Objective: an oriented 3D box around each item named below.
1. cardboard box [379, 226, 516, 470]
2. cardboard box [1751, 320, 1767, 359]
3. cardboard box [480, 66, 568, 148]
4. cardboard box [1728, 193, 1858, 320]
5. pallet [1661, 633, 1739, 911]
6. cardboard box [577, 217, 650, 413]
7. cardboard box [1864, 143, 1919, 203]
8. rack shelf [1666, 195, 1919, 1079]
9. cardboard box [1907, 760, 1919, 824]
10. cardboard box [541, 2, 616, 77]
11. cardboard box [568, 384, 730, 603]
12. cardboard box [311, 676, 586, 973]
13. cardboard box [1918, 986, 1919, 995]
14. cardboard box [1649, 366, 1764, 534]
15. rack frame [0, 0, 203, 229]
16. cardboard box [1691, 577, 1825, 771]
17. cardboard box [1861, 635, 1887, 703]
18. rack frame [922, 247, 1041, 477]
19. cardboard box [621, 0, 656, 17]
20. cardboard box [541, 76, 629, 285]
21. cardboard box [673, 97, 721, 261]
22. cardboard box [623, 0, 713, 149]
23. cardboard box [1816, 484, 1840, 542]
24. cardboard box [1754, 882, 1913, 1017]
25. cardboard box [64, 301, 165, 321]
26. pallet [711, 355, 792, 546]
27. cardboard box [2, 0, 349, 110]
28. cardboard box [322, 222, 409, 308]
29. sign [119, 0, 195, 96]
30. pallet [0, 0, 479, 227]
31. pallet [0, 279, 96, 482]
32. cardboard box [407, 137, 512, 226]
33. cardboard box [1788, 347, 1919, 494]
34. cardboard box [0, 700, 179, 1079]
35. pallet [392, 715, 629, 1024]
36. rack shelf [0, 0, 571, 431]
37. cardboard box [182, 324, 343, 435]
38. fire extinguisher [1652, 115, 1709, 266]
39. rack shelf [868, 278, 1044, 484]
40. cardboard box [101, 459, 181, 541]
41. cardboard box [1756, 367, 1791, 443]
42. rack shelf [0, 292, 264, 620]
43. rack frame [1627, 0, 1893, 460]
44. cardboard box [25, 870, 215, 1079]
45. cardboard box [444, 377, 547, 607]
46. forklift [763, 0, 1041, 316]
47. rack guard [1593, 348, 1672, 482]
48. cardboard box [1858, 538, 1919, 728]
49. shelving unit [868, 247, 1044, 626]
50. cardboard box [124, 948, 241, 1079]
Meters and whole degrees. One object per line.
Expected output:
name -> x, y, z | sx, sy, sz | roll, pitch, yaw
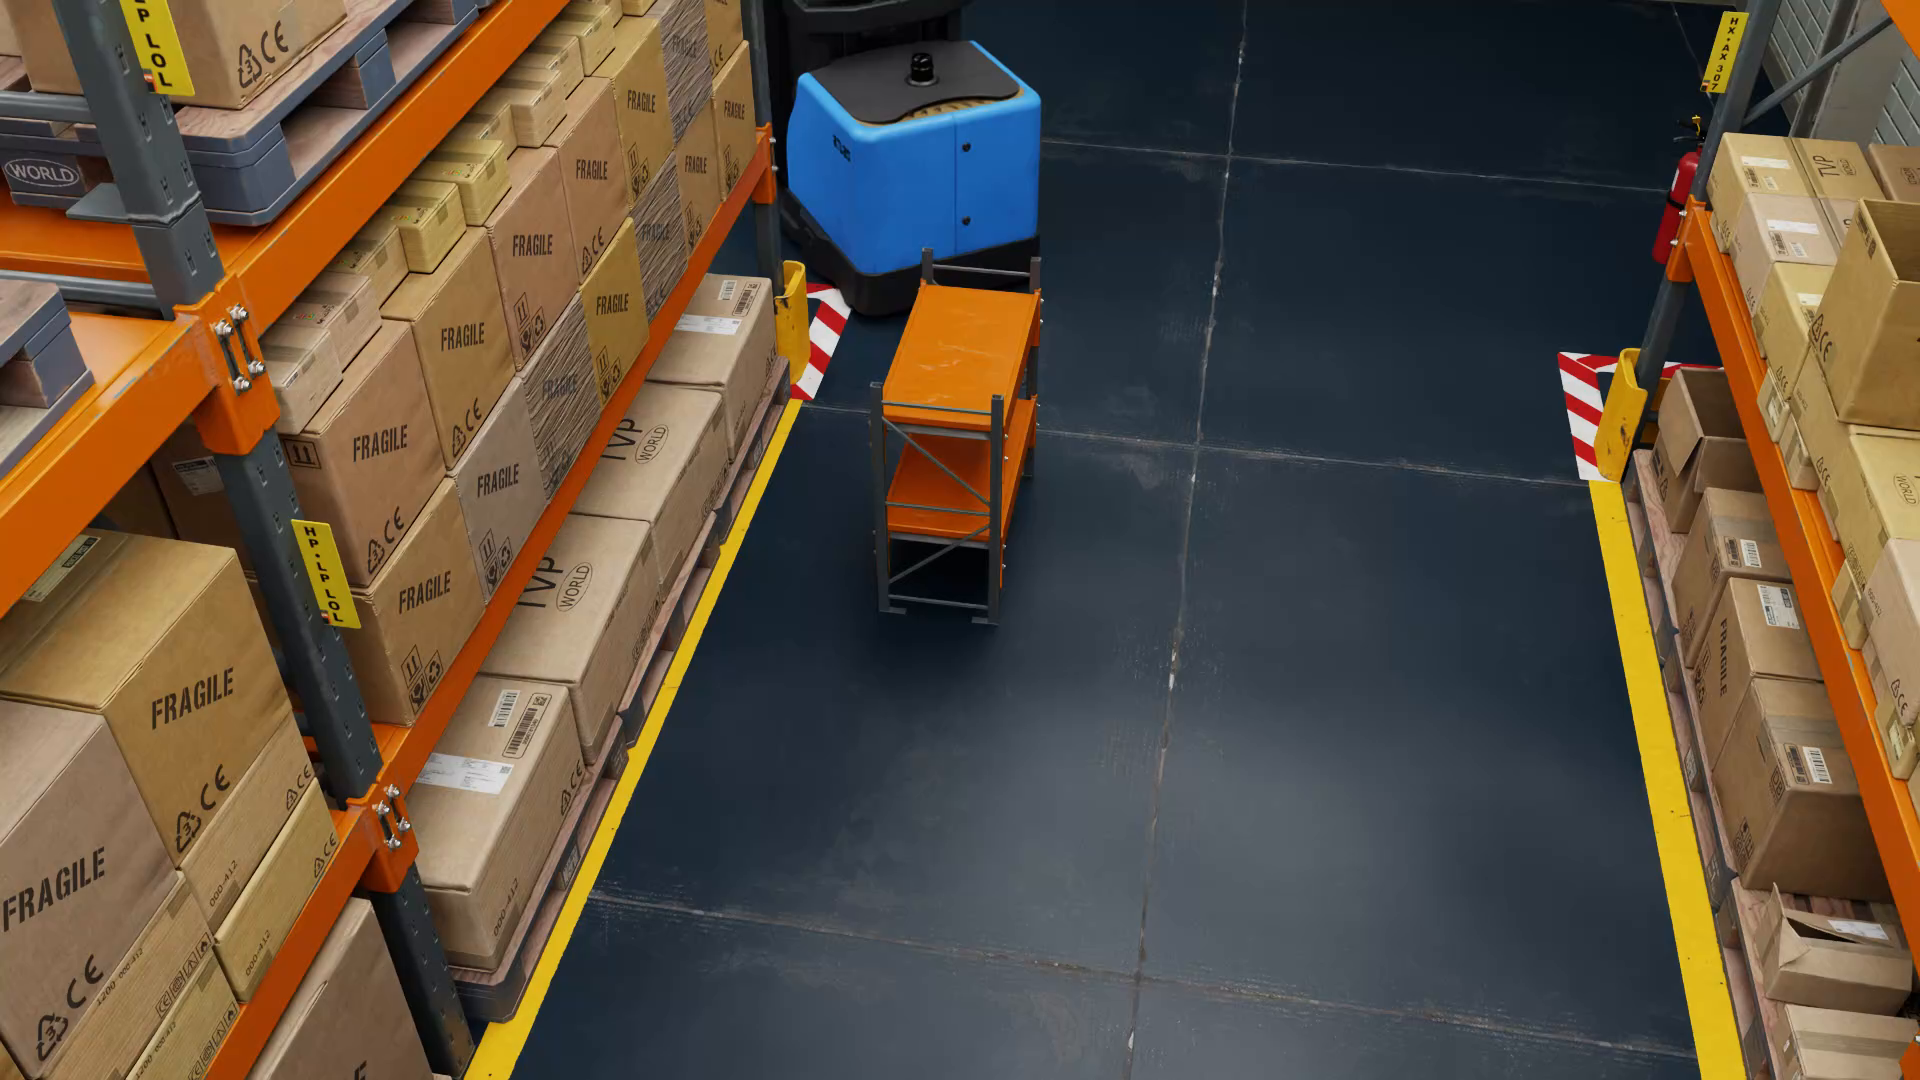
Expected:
cardboard box -> -1.628, -0.567, 4.718 | 0.500, 0.500, 0.500 | 6, 40, 7
cardboard box -> 3.098, -0.761, 6.014 | 0.380, 0.149, 0.250 | 8, 40, 9
cardboard box -> -1.450, -1.351, 5.158 | 0.380, 0.149, 0.250 | 7, 40, 8
cardboard box -> 3.108, -1.005, 5.996 | 0.500, 0.250, 0.500 | 7, 40, 8
pallet -> 3.175, 0.867, 6.036 | 1.003, 0.211, 1.213 | 6, 40, 8
cardboard box -> -1.431, -0.809, 5.795 | 0.500, 0.500, 0.500 | 8, 40, 9
cardboard box -> 3.721, -1.259, 6.302 | 0.500, 0.250, 0.500 | 7, 40, 9
rack shelf -> 3.193, 0.013, 5.445 | 1.077, 0.370, 4.000 | 6, 40, 8
cardboard box -> 2.677, 0.694, 4.254 | 0.380, 0.149, 0.250 | 7, 40, 9
cardboard box -> -1.382, -1.684, 5.561 | 0.380, 0.149, 0.250 | 7, 40, 9
cardboard box -> -1.516, -0.238, 6.866 | 0.875, 0.438, 0.875 | 7, 40, 9
cardboard box -> -1.828, 0.889, 5.502 | 0.875, 0.438, 0.875 | 6, 40, 7
cardboard box -> 3.194, 1.477, 4.891 | 0.500, 0.311, 0.500 | 8, 40, 9
cardboard box -> 3.340, -0.346, 6.944 | 0.797, 0.503, 0.637 | 5, 40, 6
rack frame -> -2.043, -1.866, 2.445 | 1.000, 3.000, 0.127 | 6, 40, 8
cardboard box -> 2.964, 0.508, 5.913 | 0.500, 0.500, 0.500 | 7, 40, 8
cardboard box -> 2.770, 0.366, 4.650 | 0.380, 0.149, 0.250 | 7, 40, 9
rack frame -> 0.089, -0.757, 7.283 | 0.500, 1.125, 0.032 | 6, 40, 8
cardboard box -> -1.281, -2.004, 5.948 | 0.380, 0.149, 0.250 | 7, 40, 9
cardboard box -> -1.439, -1.203, 5.488 | 0.500, 0.500, 0.500 | 6, 40, 7
cardboard box -> -1.275, -1.458, 6.581 | 0.500, 0.500, 0.500 | 6, 40, 7
cardboard box -> -1.261, -1.828, 6.244 | 0.500, 0.500, 0.500 | 7, 40, 8
cardboard box -> 2.938, -0.107, 5.222 | 0.380, 0.149, 0.250 | 6, 40, 8
cardboard box -> 2.716, 1.276, 5.168 | 0.396, 0.266, 0.258 | 8, 40, 9
cardboard box -> -2.150, -0.610, 4.262 | 0.380, 0.149, 0.250 | 7, 40, 9
pallet -> -1.412, -0.479, 7.664 | 1.003, 0.211, 1.213 | 6, 40, 8
cardboard box -> -1.734, -1.295, 3.622 | 0.500, 0.500, 0.500 | 7, 40, 8
cardboard box -> -1.701, -0.725, 4.401 | 0.380, 0.149, 0.250 | 6, 40, 7
sign -> -1.506, -0.977, 3.071 | 0.100, 0.325, 0.005 | 6, 40, 8
pallet -> -1.891, -1.188, 4.049 | 1.003, 0.211, 1.213 | 6, 40, 8
pallet -> -2.153, -0.056, 2.760 | 0.805, 0.209, 1.217 | 5, 40, 6
cardboard box -> -1.523, -1.038, 4.779 | 0.380, 0.149, 0.250 | 5, 40, 6
cardboard box -> 2.956, -0.363, 5.220 | 0.500, 0.250, 0.500 | 5, 40, 7
cardboard box -> -1.955, 0.655, 3.240 | 0.500, 0.500, 0.500 | 7, 40, 9
pallet -> -1.834, 1.052, 5.812 | 1.003, 0.211, 1.213 | 6, 40, 8
rack shelf -> -1.697, -1.688, 5.148 | 1.077, 0.370, 4.000 | 6, 40, 8
cardboard box -> -1.732, -0.398, 4.005 | 0.380, 0.149, 0.250 | 6, 40, 7
fire extinguisher -> 3.109, -1.489, 7.051 | 0.296, 0.674, 0.183 | 6, 40, 8
rack shelf -> 0.001, -0.663, 6.710 | 0.538, 0.278, 1.000 | 6, 40, 8
cardboard box -> -2.233, -0.305, 4.401 | 0.500, 0.500, 0.500 | 6, 40, 7
cardboard box -> 2.940, -0.444, 5.630 | 0.380, 0.149, 0.250 | 5, 40, 6
rack shelf -> -2.389, 0.822, 2.112 | 1.077, 0.370, 4.000 | 6, 40, 8
rack frame -> 3.539, -1.520, 6.734 | 1.000, 3.000, 0.127 | 6, 40, 8
cardboard box -> -1.959, 0.929, 3.498 | 0.500, 0.250, 0.500 | 7, 40, 9
cardboard box -> -1.612, -0.174, 5.028 | 0.500, 0.500, 0.500 | 7, 40, 8
forklift -> -0.669, -3.214, 8.837 | 1.130, 2.935, 3.031 | -17, 42, -19
rack guard -> 3.526, -0.509, 7.473 | 1.175, 0.500, 0.348 | 6, 40, 8
cardboard box -> 2.767, 0.271, 4.452 | 0.500, 0.250, 0.500 | 7, 40, 8
shelving unit -> 0.001, -0.438, 6.897 | 0.538, 1.125, 1.048 | 6, 40, 8
cardboard box -> -1.961, 1.132, 3.644 | 0.500, 0.250, 0.500 | 6, 40, 7
